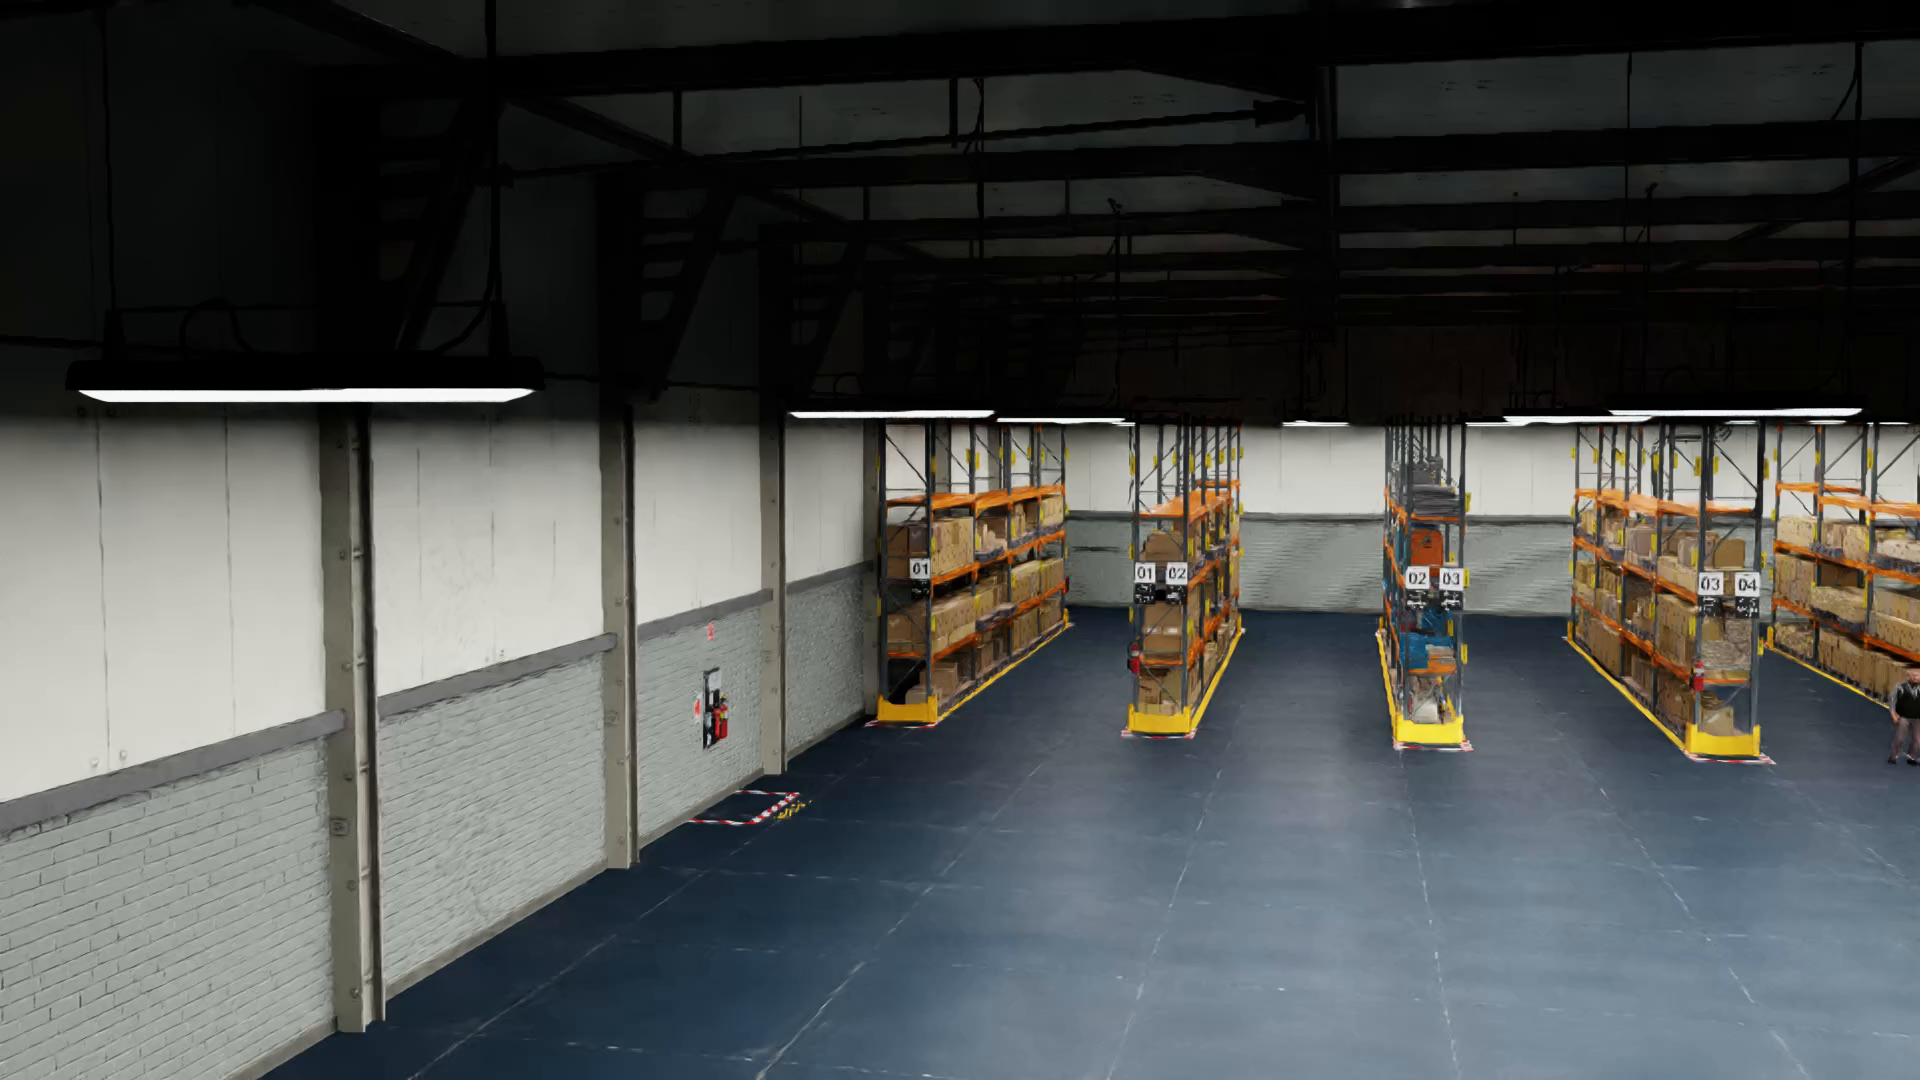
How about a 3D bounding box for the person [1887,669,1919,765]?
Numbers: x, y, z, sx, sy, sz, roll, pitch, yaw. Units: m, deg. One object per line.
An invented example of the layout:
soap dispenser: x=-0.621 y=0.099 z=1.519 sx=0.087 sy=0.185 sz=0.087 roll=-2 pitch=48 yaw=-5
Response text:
person: x=16.067 y=2.989 z=28.150 sx=0.677 sy=1.674 sz=0.534 roll=1 pitch=4 yaw=11
